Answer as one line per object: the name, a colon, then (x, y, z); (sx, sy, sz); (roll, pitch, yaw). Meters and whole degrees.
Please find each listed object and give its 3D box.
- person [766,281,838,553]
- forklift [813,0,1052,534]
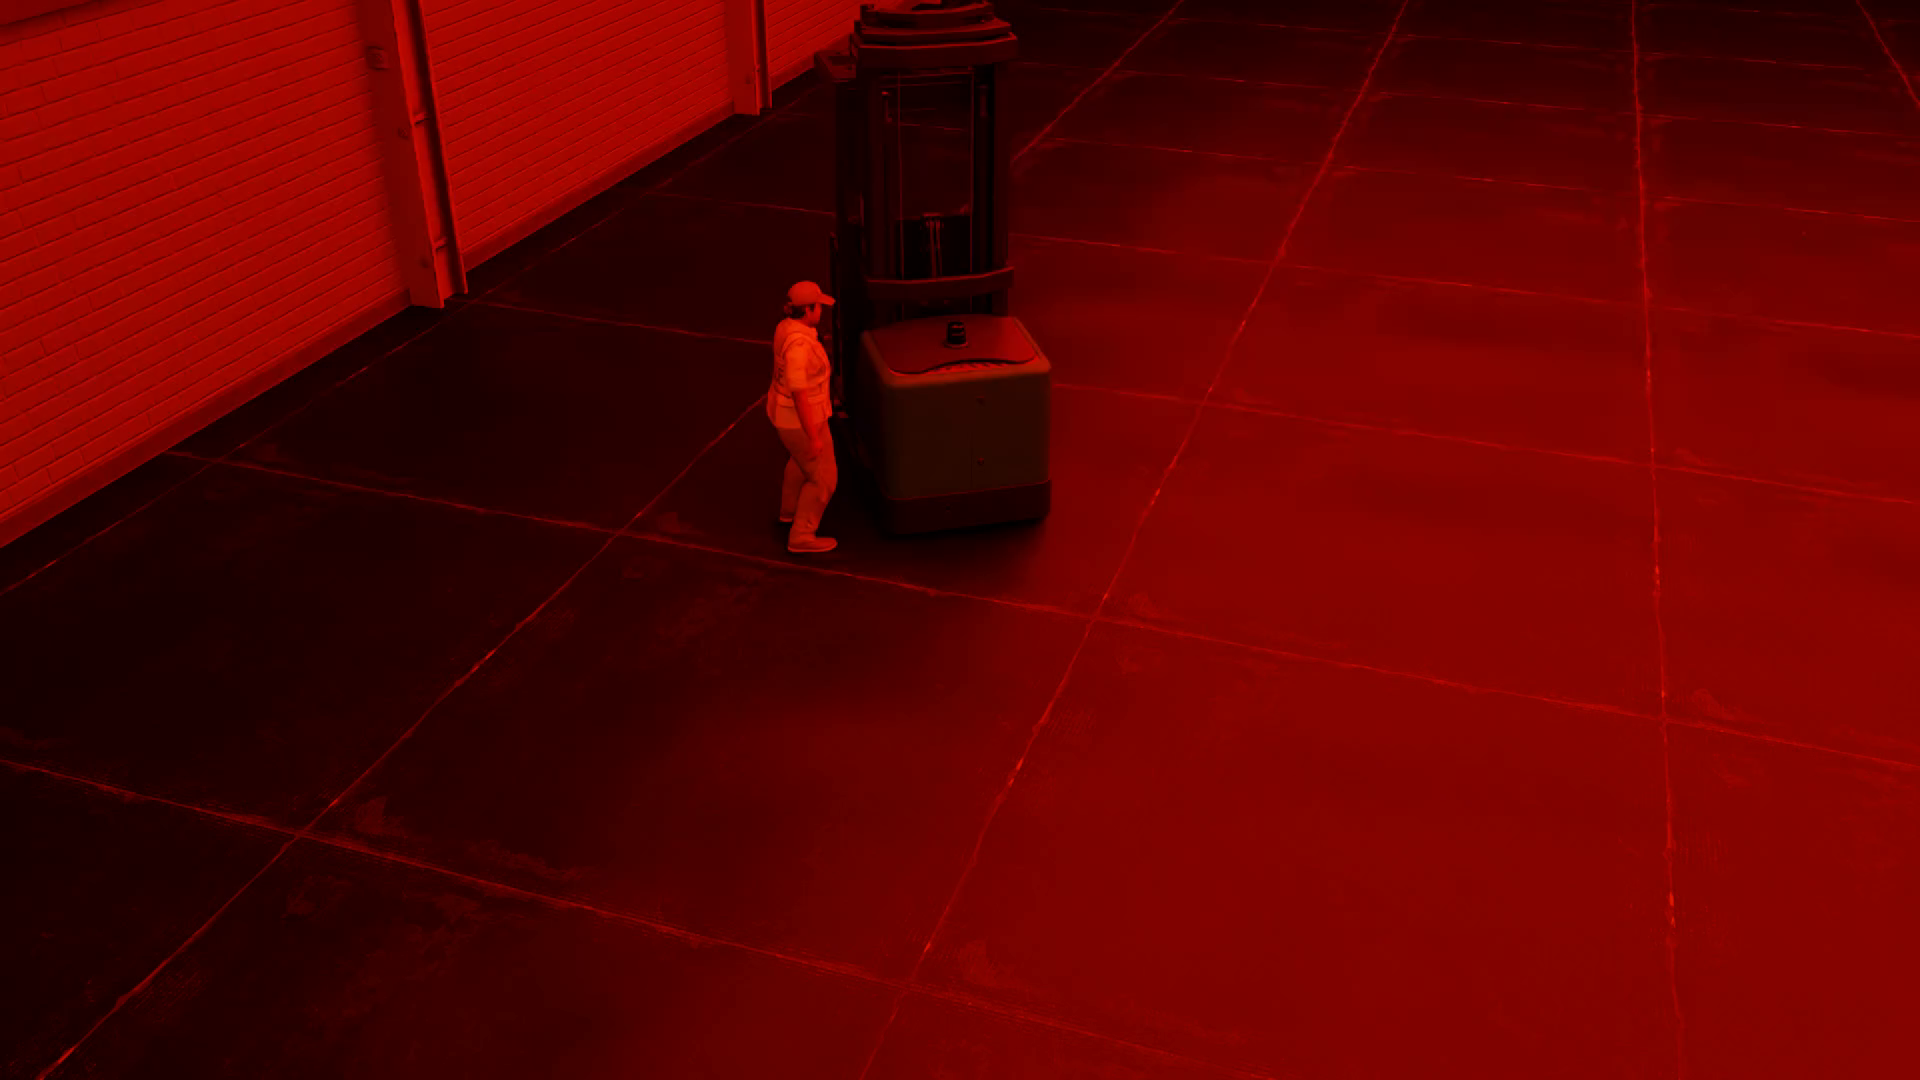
person: (-0.911, -0.733, 9.728); (0.426, 1.643, 0.723); (-8, 31, -14)
forklift: (-0.291, -2.022, 10.684); (1.130, 2.935, 3.031); (-7, 30, -12)
